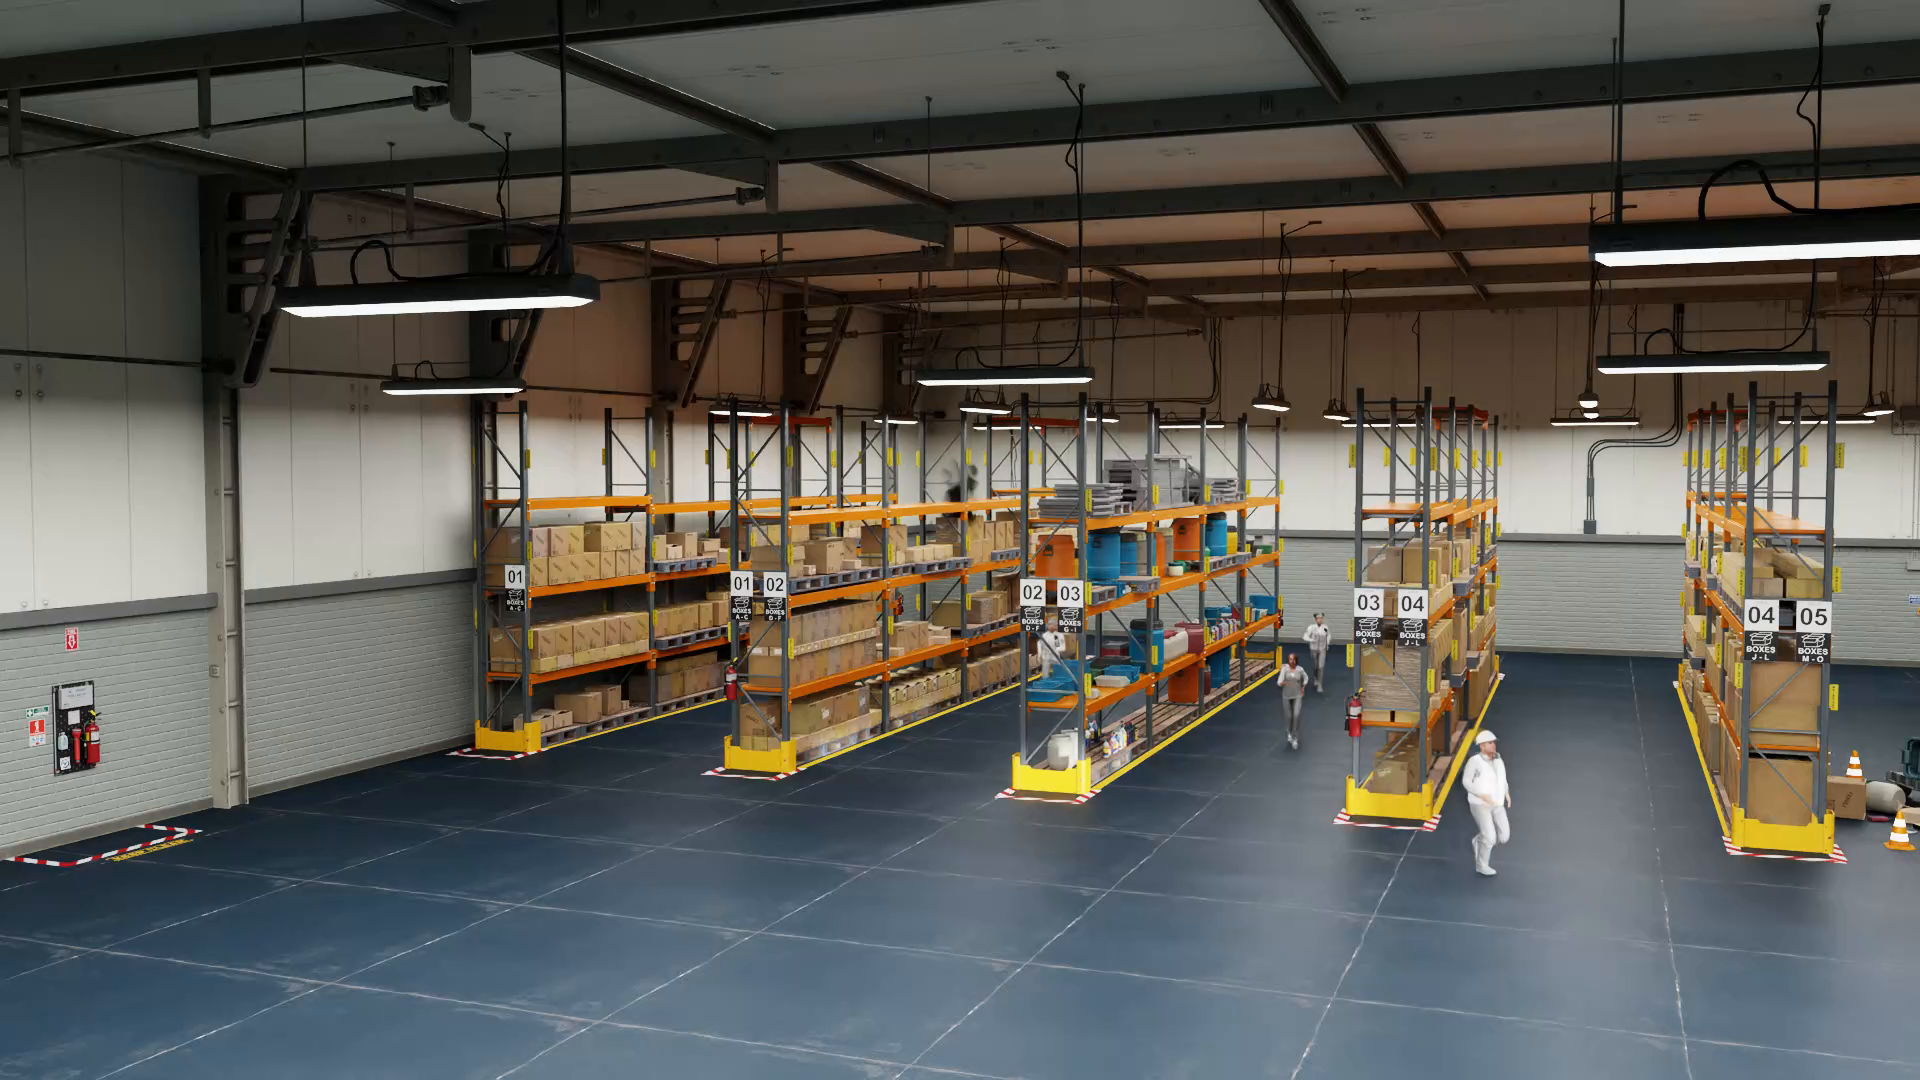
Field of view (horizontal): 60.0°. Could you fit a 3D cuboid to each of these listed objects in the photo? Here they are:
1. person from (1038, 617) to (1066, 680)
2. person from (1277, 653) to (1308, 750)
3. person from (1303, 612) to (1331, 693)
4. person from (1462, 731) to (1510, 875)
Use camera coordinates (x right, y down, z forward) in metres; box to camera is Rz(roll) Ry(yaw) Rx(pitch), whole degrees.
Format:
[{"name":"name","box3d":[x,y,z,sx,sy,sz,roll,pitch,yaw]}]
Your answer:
[{"name":"person","box3d":[1.732,2.343,31.704,0.580,1.765,0.670,1,3,11]},{"name":"person","box3d":[5.782,2.780,28.941,0.520,1.635,0.699,1,3,15]},{"name":"person","box3d":[7.735,2.405,36.003,0.598,1.715,0.866,0,3,9]},{"name":"person","box3d":[6.353,3.159,20.060,0.707,1.729,0.609,-1,3,-26]}]
